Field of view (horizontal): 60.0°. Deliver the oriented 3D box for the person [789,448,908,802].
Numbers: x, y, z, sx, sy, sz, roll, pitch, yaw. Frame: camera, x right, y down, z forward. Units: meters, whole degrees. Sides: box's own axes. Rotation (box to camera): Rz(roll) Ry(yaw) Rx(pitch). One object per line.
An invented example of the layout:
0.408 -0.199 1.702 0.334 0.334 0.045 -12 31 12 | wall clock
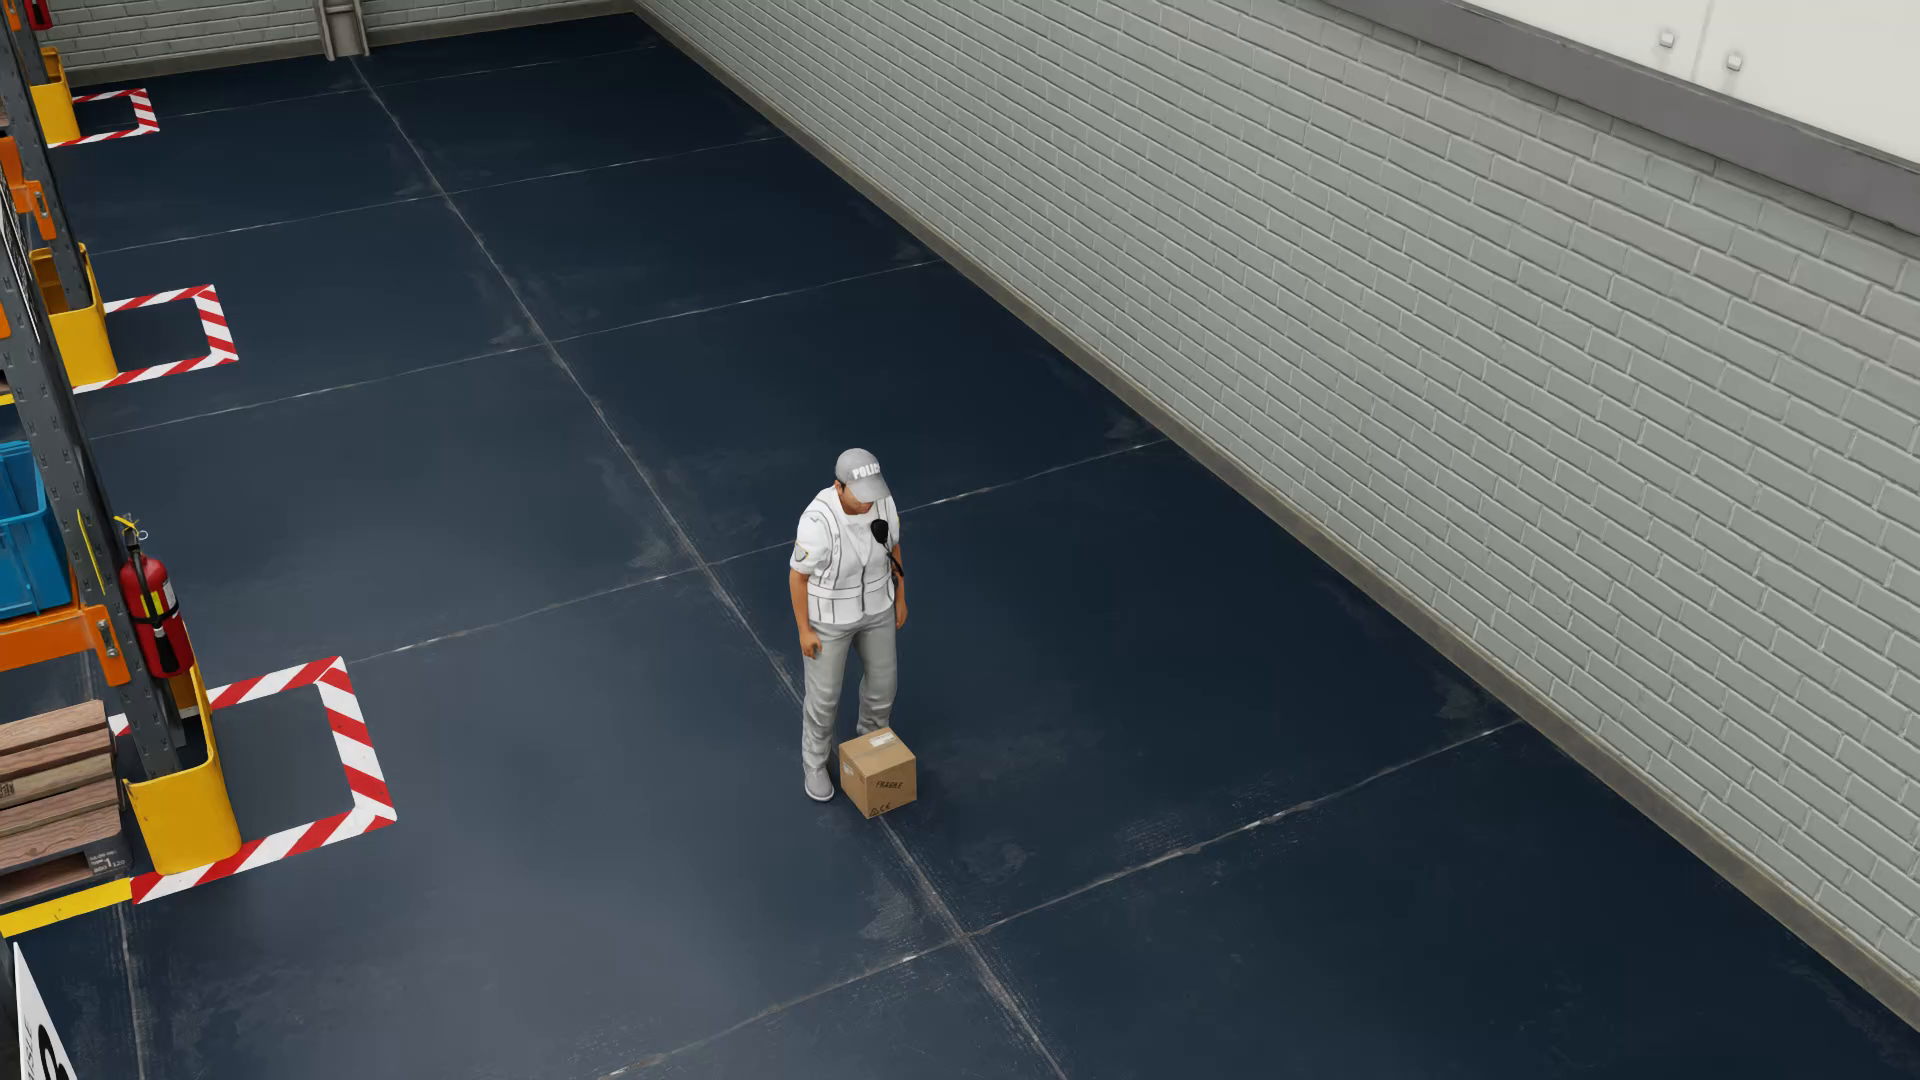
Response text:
-0.471 0.329 7.103 0.564 1.666 0.468 -18 37 -26 | person
